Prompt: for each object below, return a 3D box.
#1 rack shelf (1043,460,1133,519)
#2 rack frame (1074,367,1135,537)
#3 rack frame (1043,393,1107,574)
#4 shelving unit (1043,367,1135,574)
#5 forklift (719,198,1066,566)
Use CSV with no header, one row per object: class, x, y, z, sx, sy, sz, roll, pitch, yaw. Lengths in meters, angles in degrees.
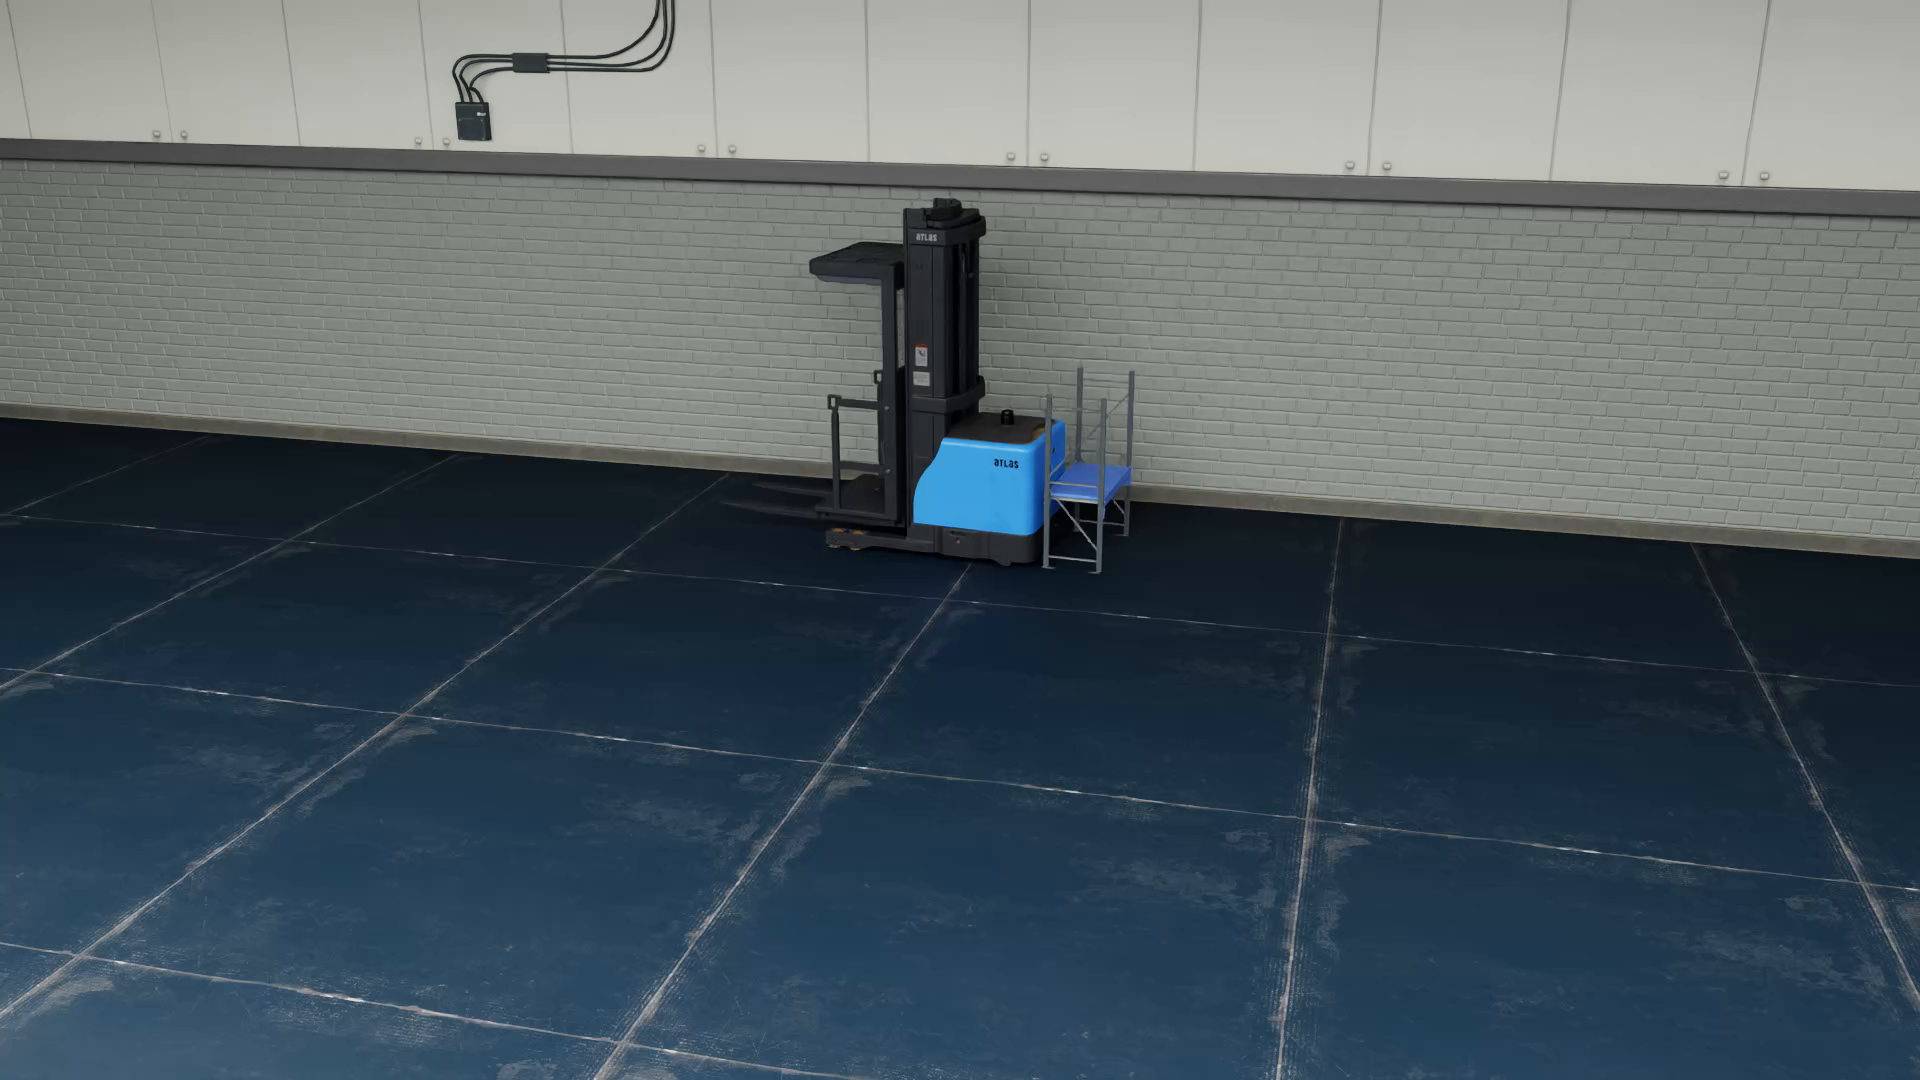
rack shelf,1.101,-0.440,14.210,0.538,0.185,1.000,6,20,17
rack frame,1.261,-0.766,14.609,0.500,1.500,0.032,6,20,17
rack frame,0.942,-0.454,13.695,0.500,1.500,0.032,6,20,17
shelving unit,1.101,-0.610,14.152,0.538,1.500,1.048,6,20,17
forklift,-0.640,-1.446,14.386,3.031,2.935,1.130,7,20,19
